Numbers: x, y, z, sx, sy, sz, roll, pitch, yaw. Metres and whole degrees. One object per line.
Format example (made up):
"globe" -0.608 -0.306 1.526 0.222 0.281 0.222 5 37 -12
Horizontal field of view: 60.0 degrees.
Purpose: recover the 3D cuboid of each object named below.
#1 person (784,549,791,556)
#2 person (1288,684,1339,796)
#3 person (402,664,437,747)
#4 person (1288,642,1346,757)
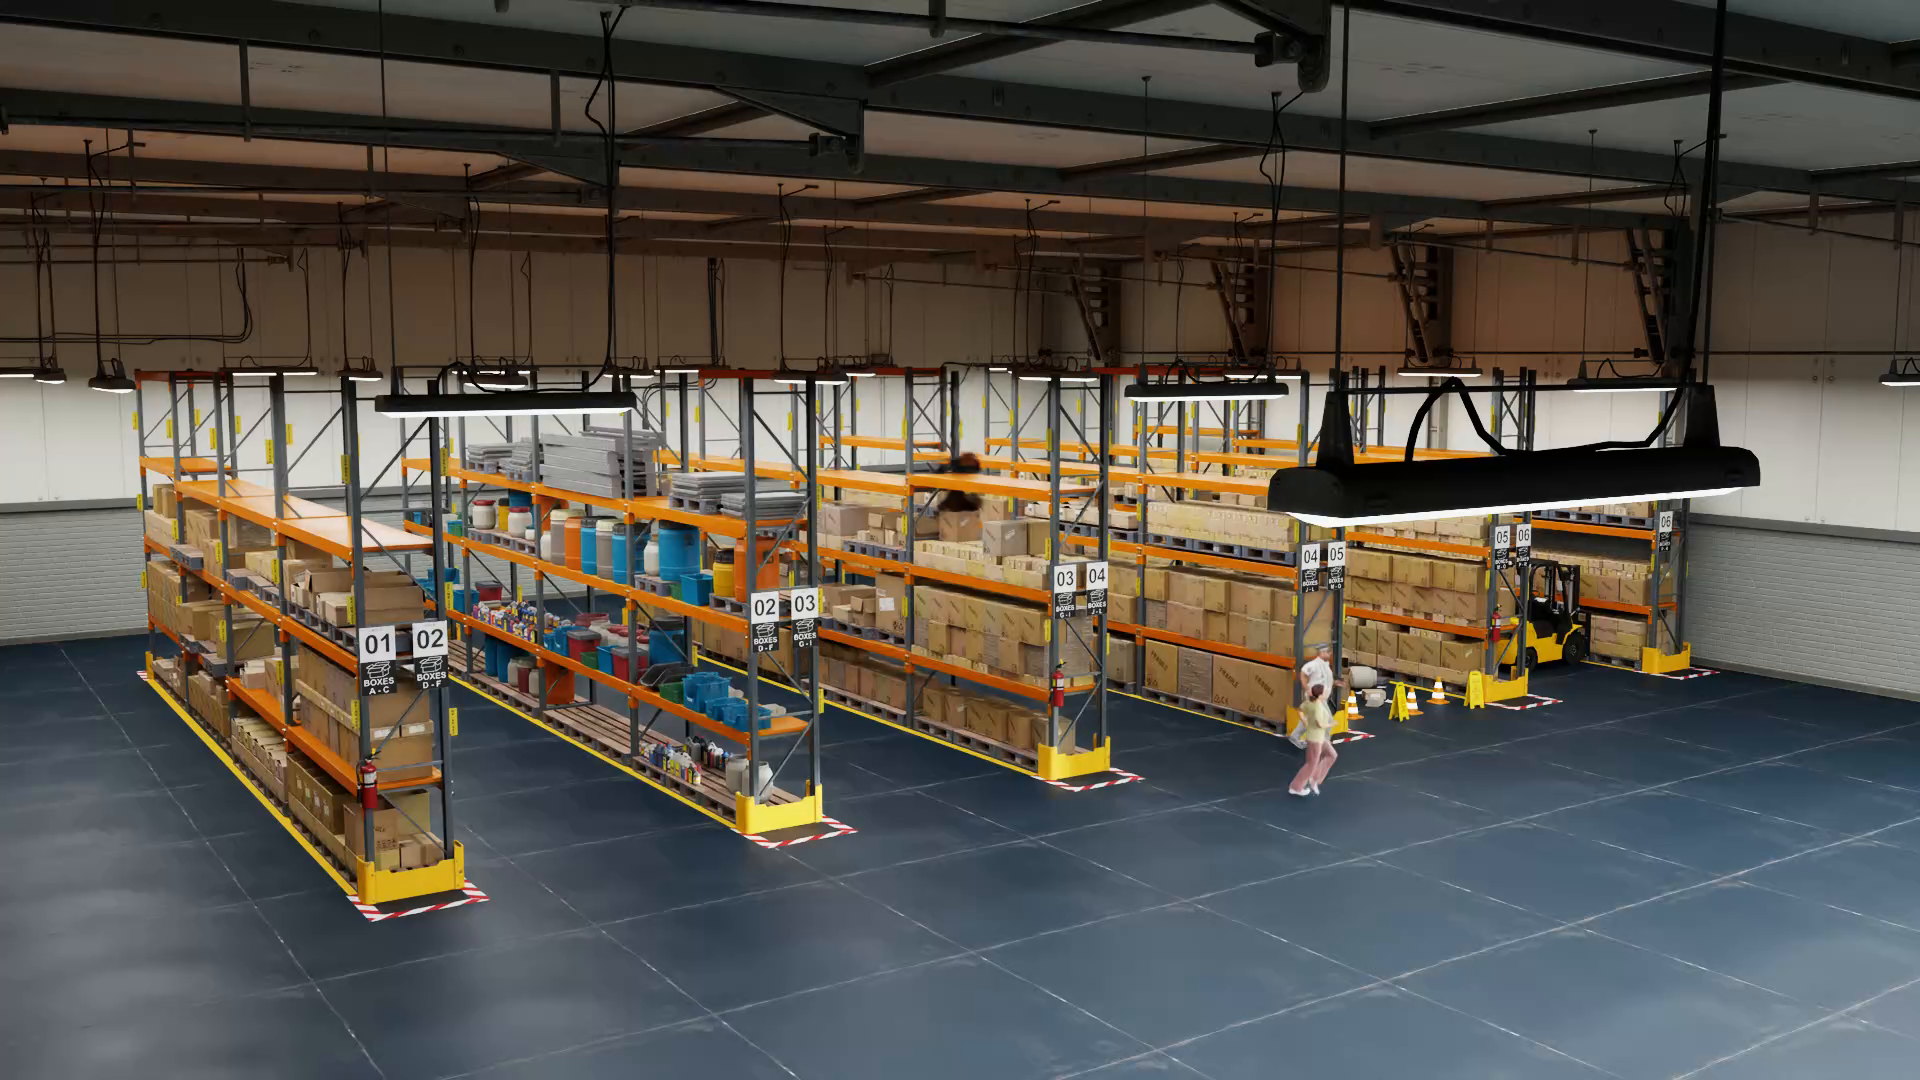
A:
"person" -4.230 0.999 40.204 0.626 1.599 0.573 -1 6 -6
"person" 5.030 2.847 23.602 0.689 1.636 0.570 0 6 3
"person" -8.776 2.467 26.858 0.596 1.739 0.764 -6 9 -44
"person" 5.649 2.503 26.294 0.877 1.815 0.595 3 7 23
